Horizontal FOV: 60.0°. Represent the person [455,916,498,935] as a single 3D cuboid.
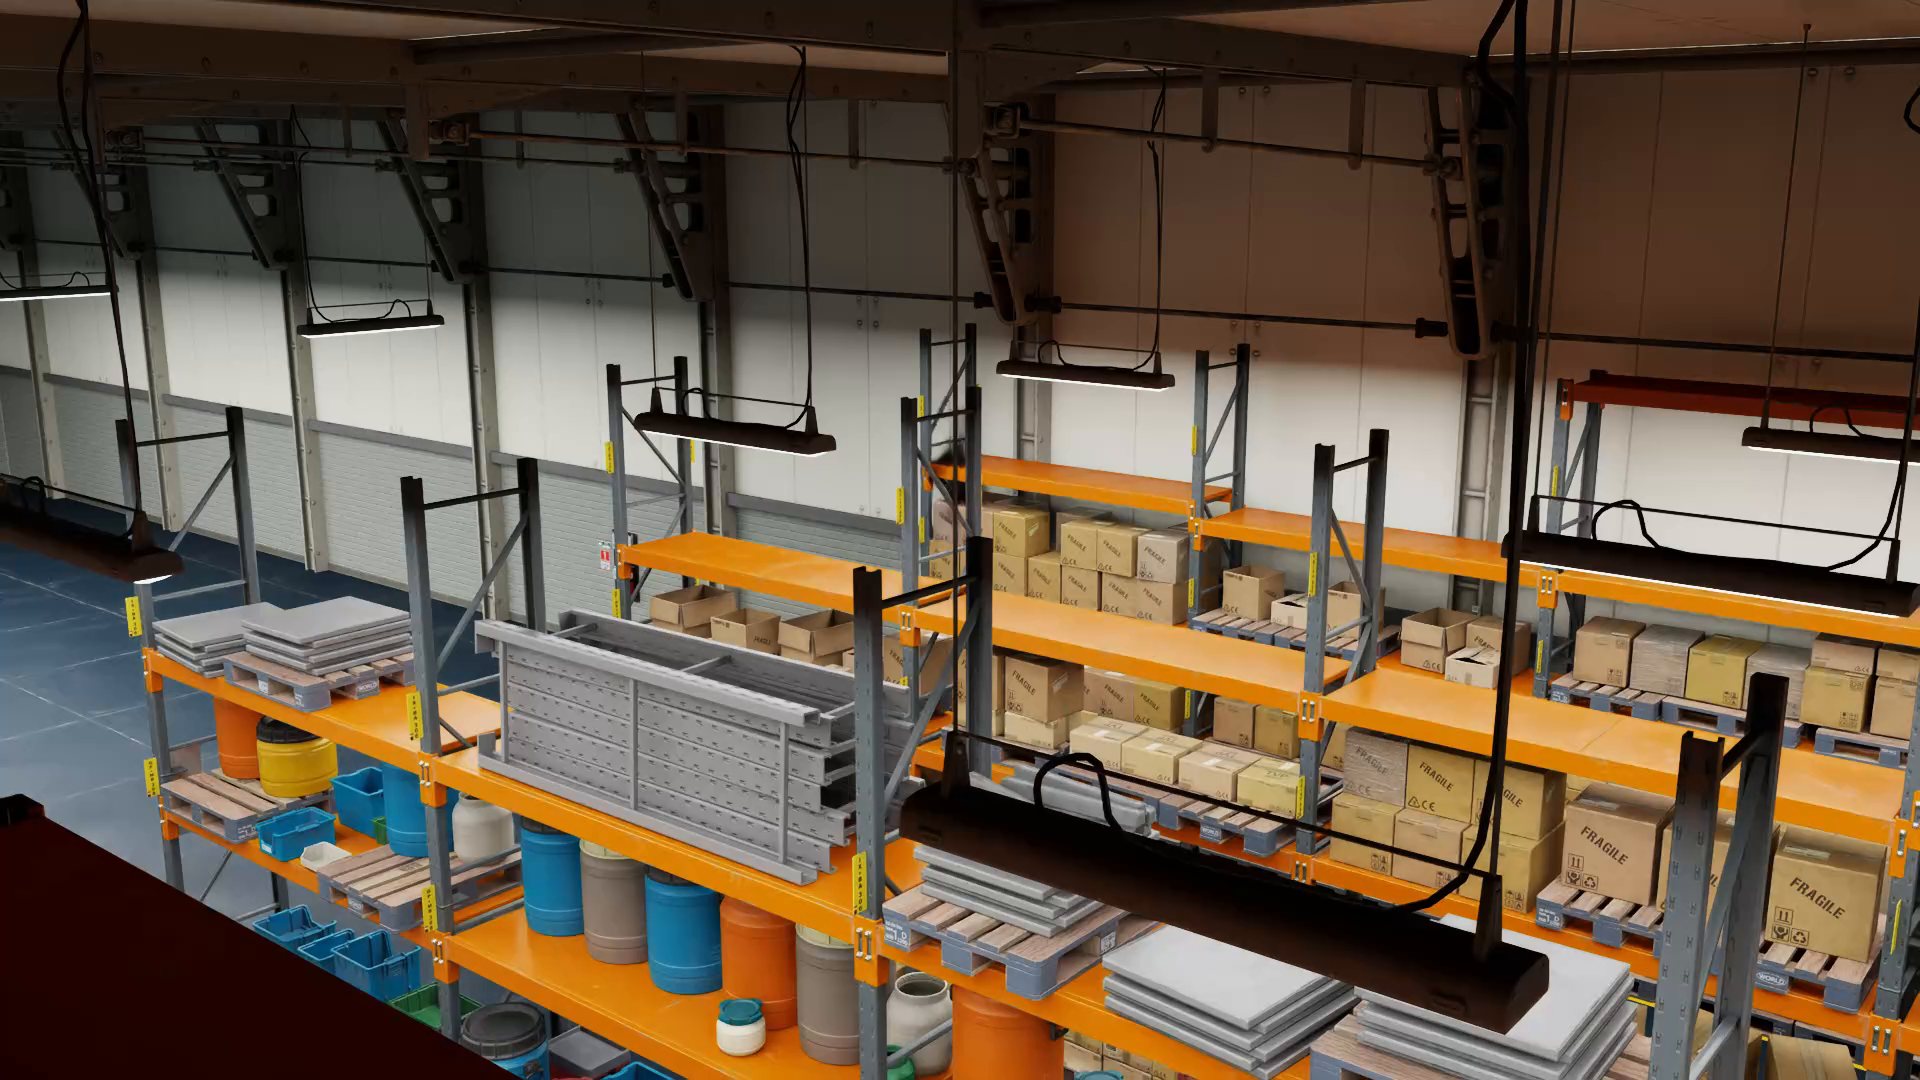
[{"bbox_3d":[-5.073,3.492,17.163,0.785,1.617,0.661,-5,14,-22],"label":"person"}]
